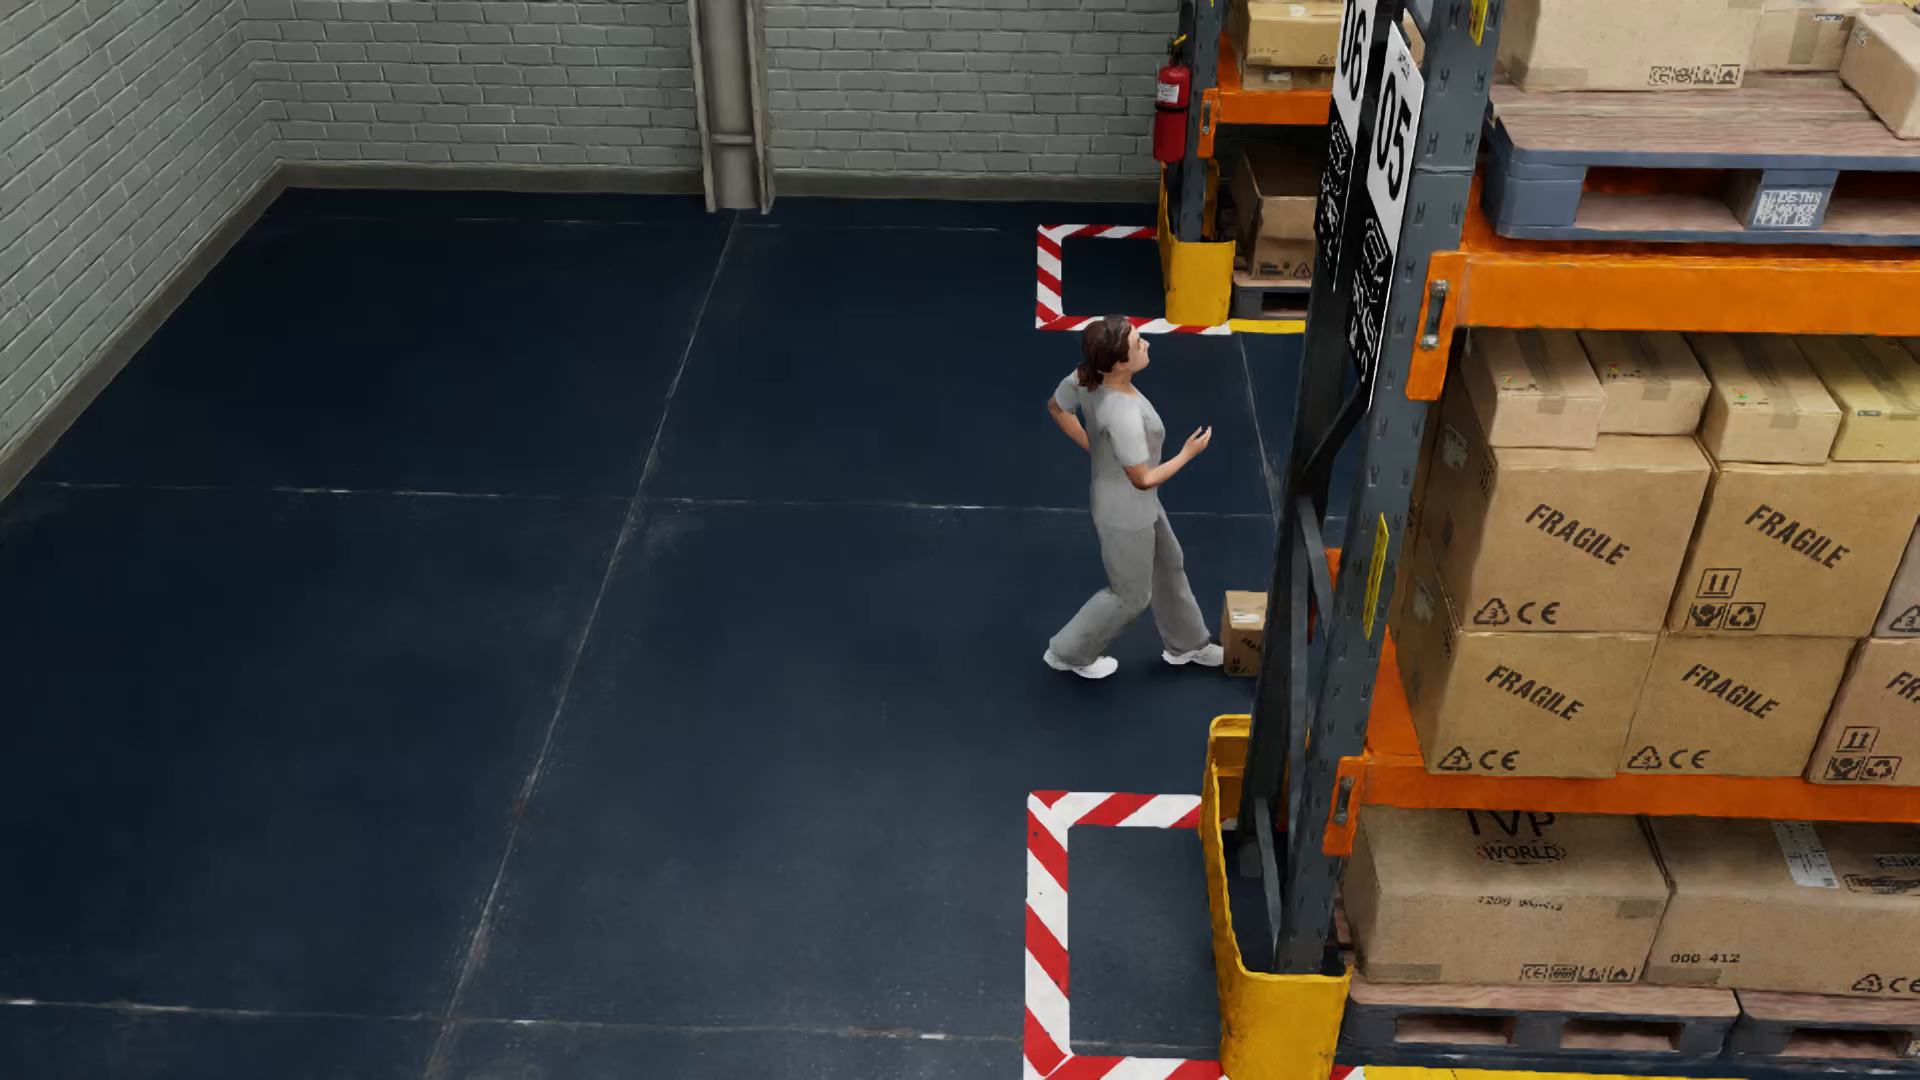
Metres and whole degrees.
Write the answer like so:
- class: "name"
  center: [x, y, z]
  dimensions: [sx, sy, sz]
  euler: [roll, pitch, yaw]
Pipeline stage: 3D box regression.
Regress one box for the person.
- class: "person"
  center: [0.733, -0.019, 6.411]
  dimensions: [0.789, 1.413, 0.527]
  euler: [-1, 36, -1]
